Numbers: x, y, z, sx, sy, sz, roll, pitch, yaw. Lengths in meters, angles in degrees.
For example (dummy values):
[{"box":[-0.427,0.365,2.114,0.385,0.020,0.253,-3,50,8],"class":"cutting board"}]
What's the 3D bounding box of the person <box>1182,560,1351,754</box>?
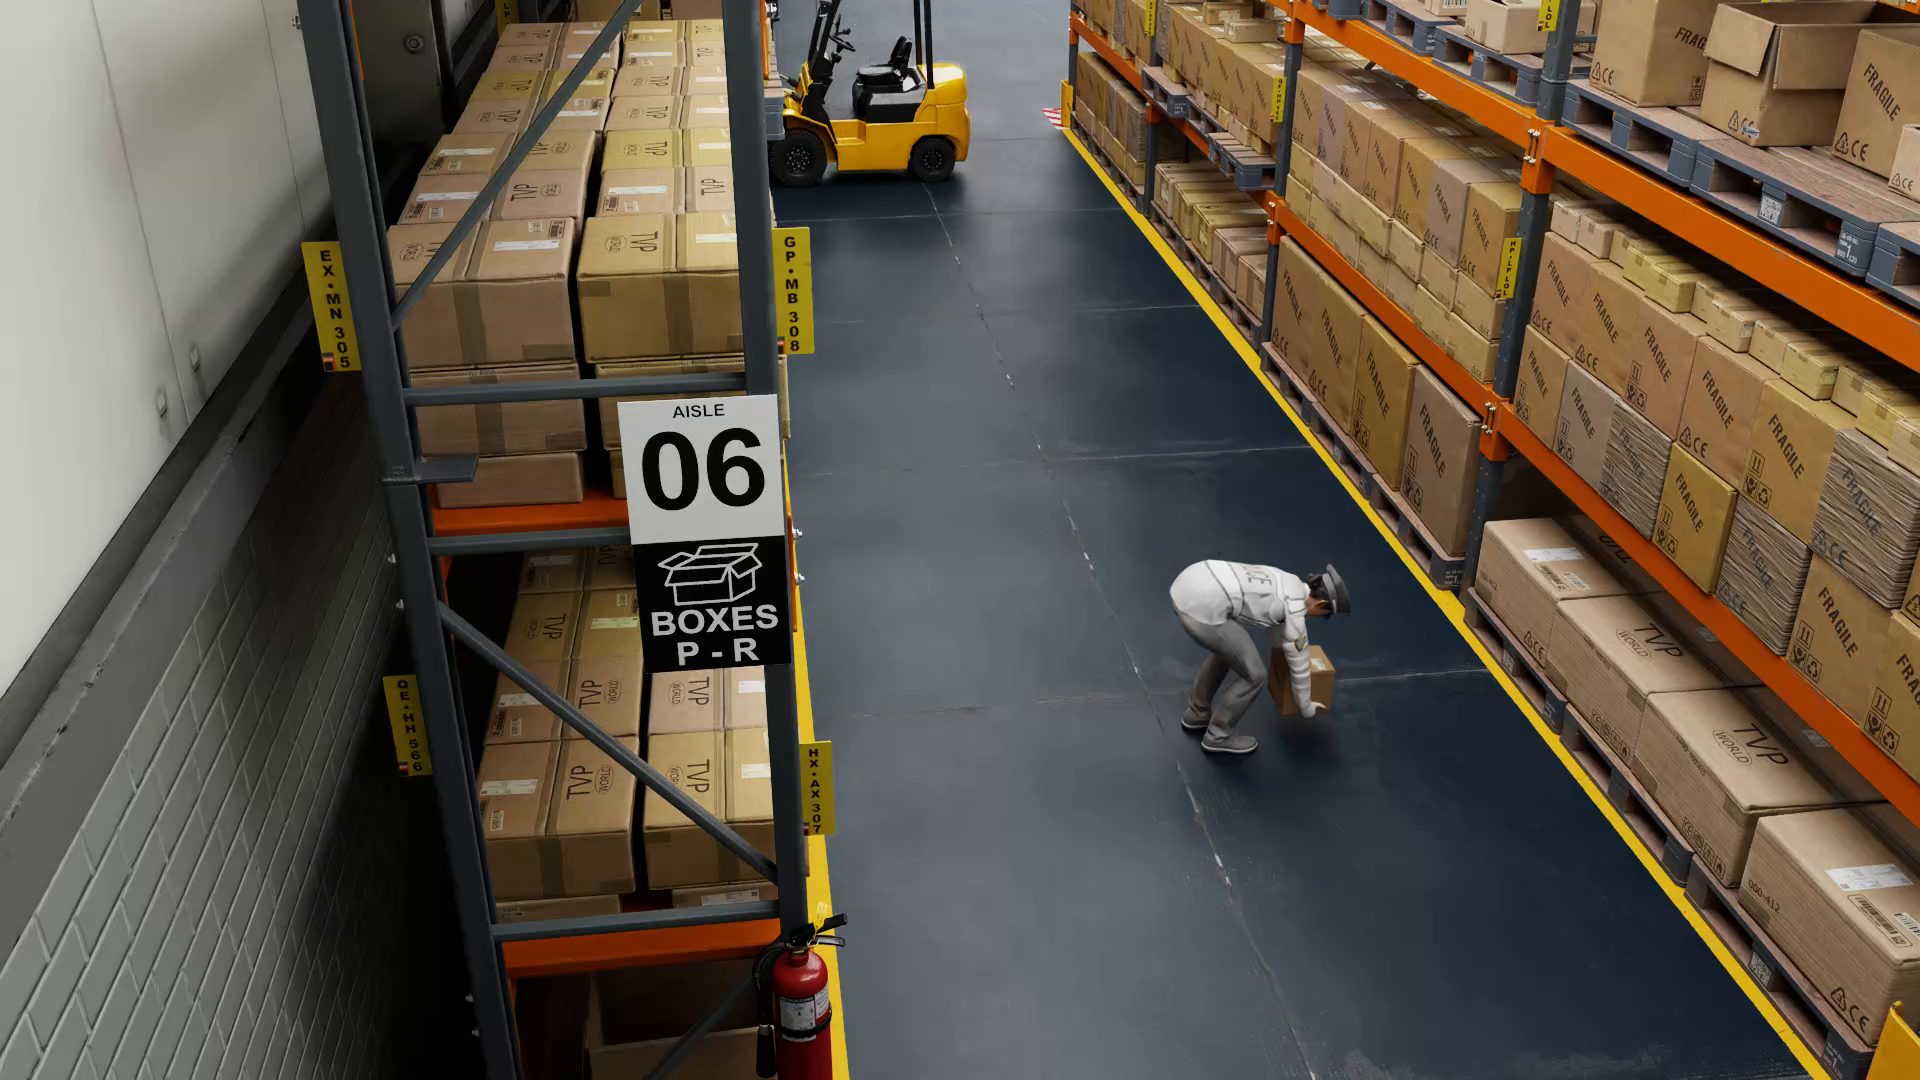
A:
[{"box":[1.546,0.549,8.292,0.782,0.990,0.378,-5,28,-9],"class":"person"}]
